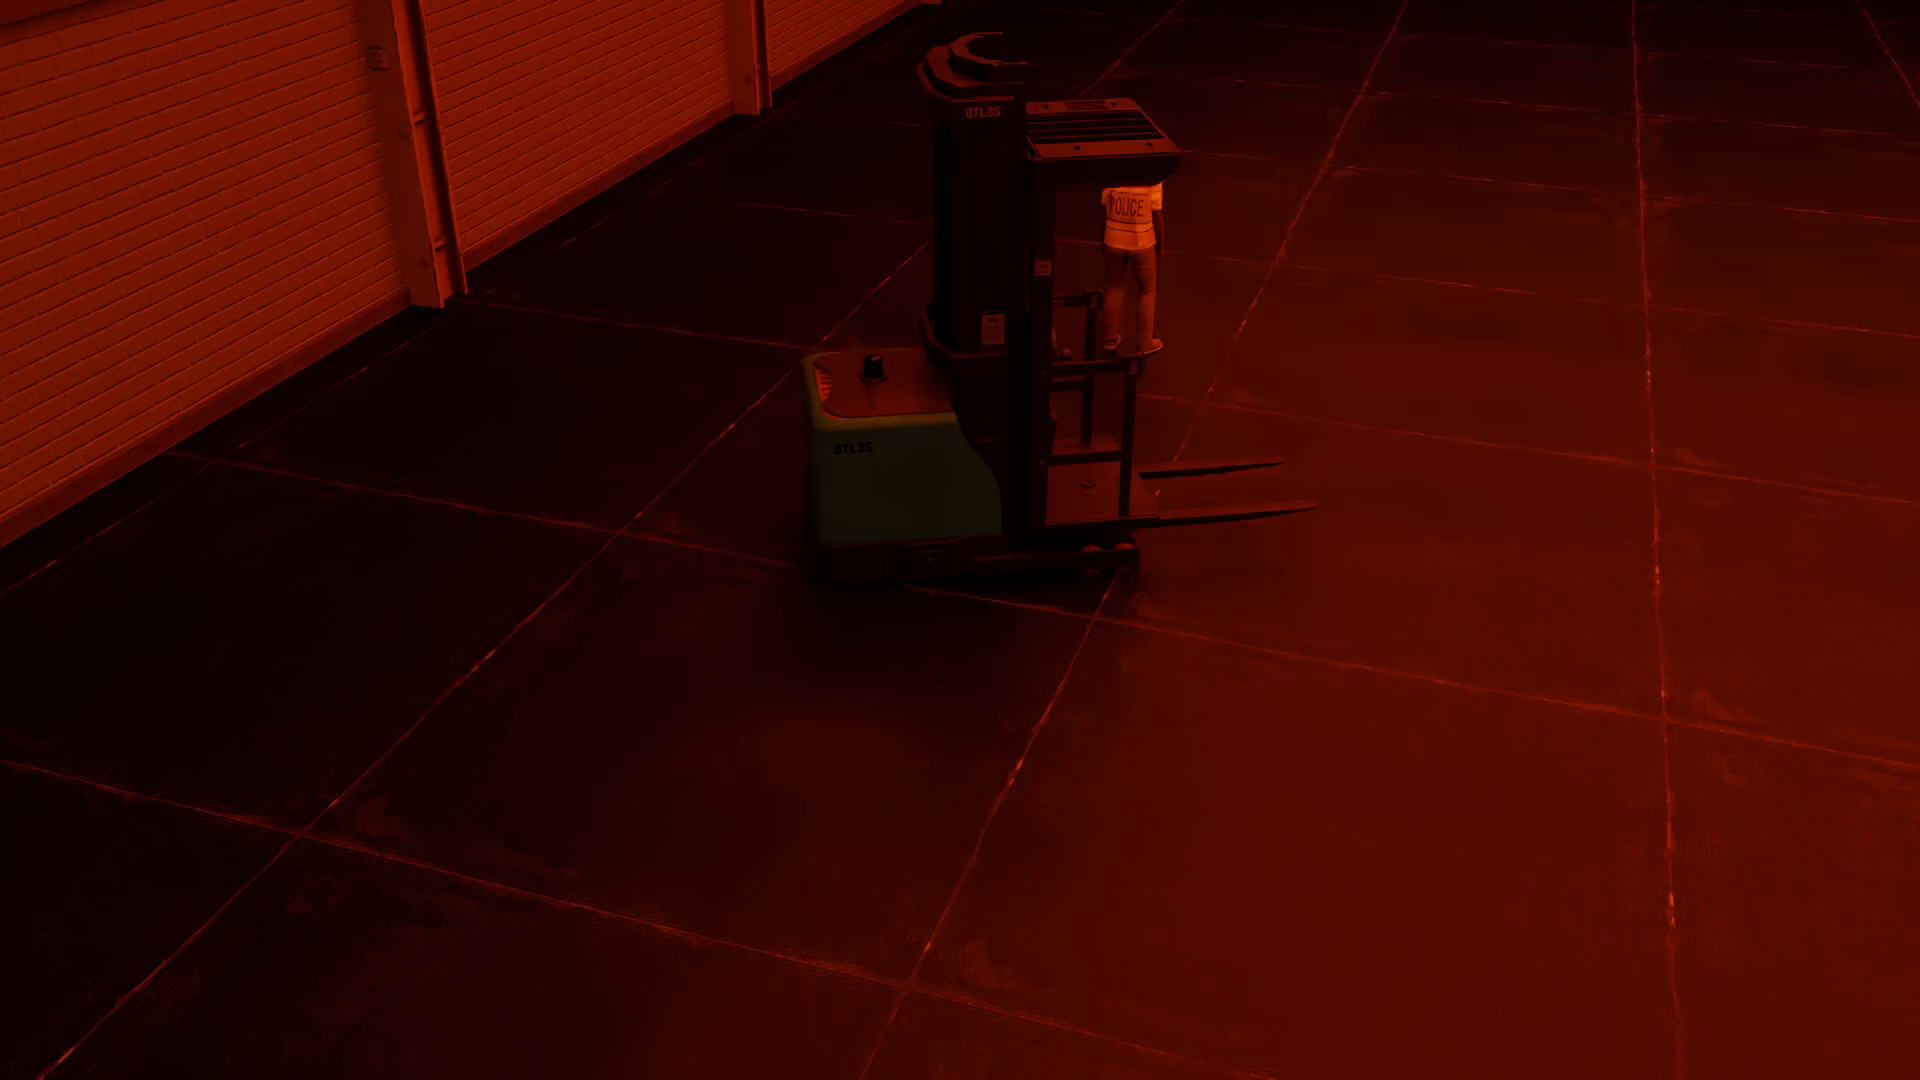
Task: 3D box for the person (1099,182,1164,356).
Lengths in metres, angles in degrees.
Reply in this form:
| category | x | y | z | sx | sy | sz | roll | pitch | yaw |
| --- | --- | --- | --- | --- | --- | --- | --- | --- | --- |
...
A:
| category | x | y | z | sx | sy | sz | roll | pitch | yaw |
| --- | --- | --- | --- | --- | --- | --- | --- | --- | --- |
| person | 1.267 | -2.177 | 12.247 | 0.505 | 1.657 | 0.394 | 12 | 32 | 20 |

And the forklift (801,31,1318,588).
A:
| category | x | y | z | sx | sy | sz | roll | pitch | yaw |
| --- | --- | --- | --- | --- | --- | --- | --- | --- | --- |
| forklift | 0.608 | -1.328 | 9.466 | 3.031 | 2.935 | 1.130 | -4 | 30 | -8 |
